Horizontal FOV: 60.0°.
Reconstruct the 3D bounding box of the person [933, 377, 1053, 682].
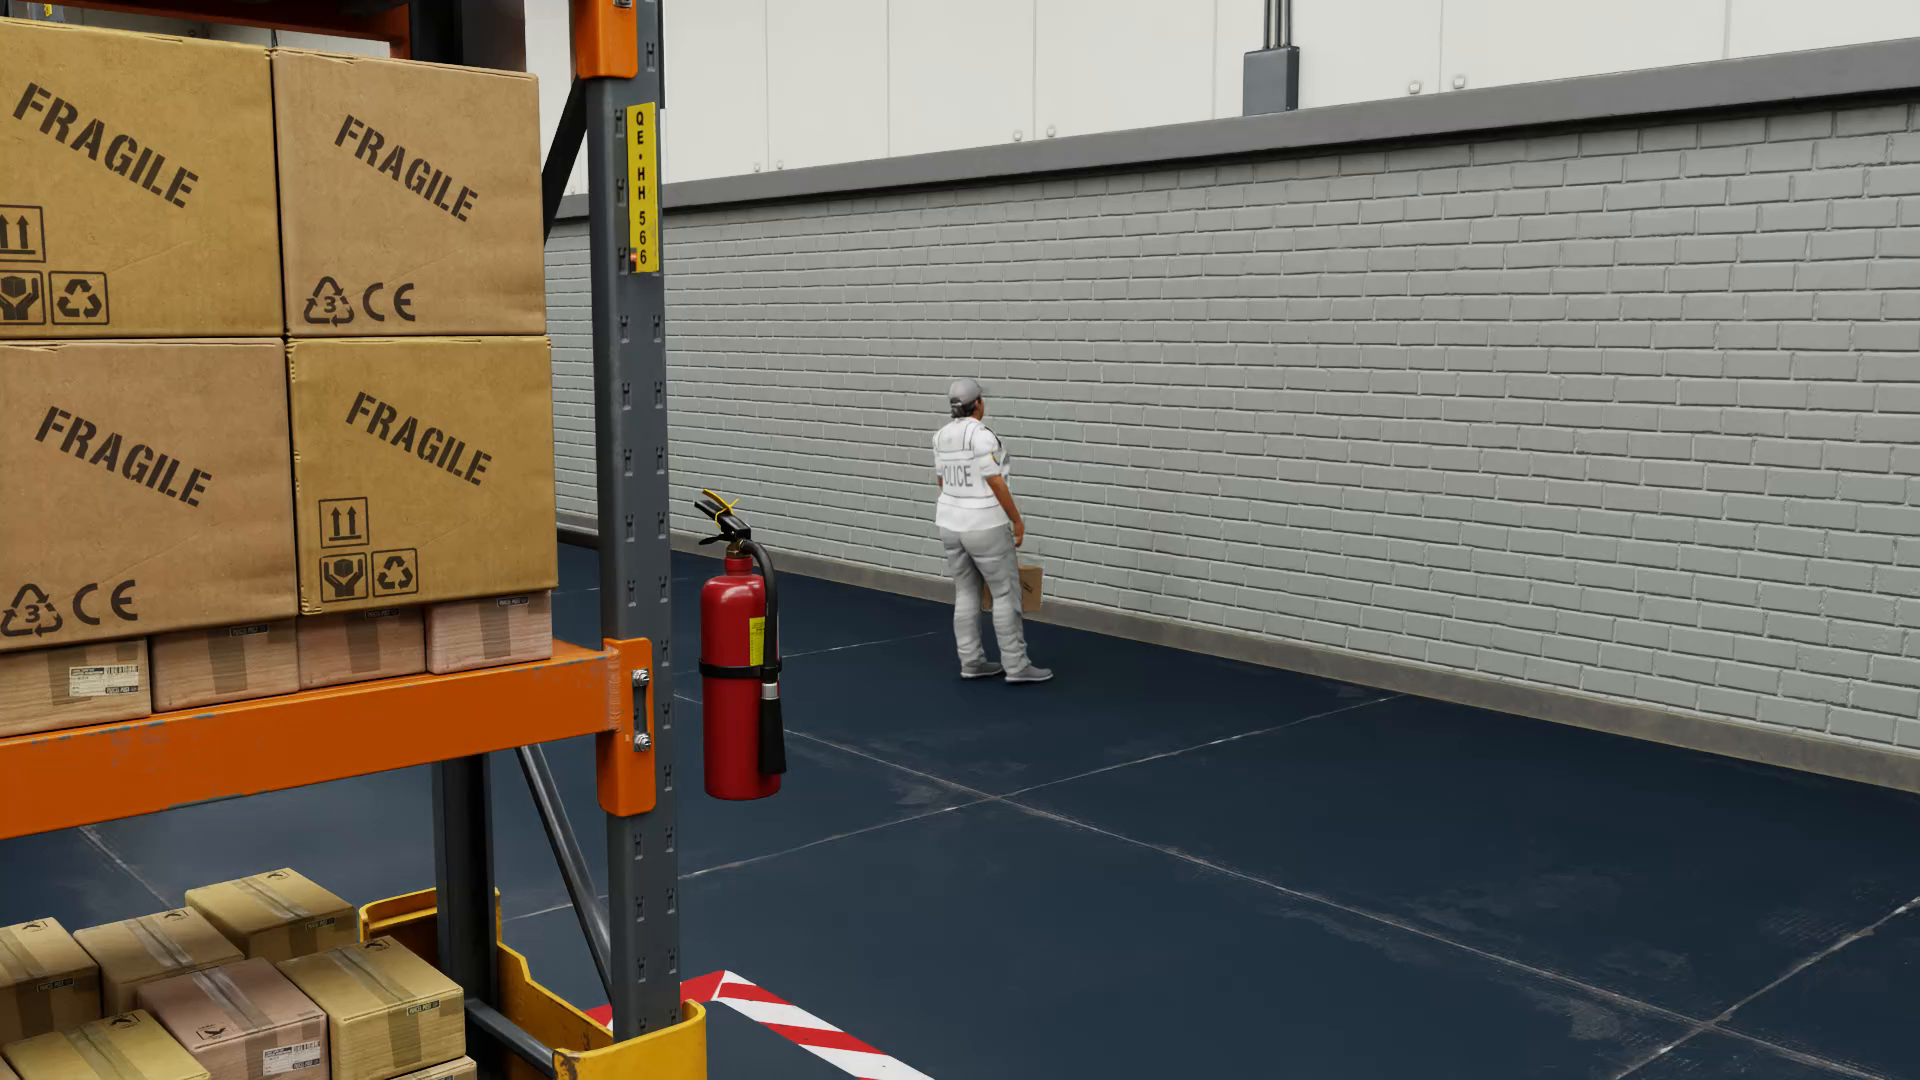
[{"bbox_3d":[0.161,-0.060,9.159,0.523,1.670,0.575,-7,10,-41],"label":"person"}]
